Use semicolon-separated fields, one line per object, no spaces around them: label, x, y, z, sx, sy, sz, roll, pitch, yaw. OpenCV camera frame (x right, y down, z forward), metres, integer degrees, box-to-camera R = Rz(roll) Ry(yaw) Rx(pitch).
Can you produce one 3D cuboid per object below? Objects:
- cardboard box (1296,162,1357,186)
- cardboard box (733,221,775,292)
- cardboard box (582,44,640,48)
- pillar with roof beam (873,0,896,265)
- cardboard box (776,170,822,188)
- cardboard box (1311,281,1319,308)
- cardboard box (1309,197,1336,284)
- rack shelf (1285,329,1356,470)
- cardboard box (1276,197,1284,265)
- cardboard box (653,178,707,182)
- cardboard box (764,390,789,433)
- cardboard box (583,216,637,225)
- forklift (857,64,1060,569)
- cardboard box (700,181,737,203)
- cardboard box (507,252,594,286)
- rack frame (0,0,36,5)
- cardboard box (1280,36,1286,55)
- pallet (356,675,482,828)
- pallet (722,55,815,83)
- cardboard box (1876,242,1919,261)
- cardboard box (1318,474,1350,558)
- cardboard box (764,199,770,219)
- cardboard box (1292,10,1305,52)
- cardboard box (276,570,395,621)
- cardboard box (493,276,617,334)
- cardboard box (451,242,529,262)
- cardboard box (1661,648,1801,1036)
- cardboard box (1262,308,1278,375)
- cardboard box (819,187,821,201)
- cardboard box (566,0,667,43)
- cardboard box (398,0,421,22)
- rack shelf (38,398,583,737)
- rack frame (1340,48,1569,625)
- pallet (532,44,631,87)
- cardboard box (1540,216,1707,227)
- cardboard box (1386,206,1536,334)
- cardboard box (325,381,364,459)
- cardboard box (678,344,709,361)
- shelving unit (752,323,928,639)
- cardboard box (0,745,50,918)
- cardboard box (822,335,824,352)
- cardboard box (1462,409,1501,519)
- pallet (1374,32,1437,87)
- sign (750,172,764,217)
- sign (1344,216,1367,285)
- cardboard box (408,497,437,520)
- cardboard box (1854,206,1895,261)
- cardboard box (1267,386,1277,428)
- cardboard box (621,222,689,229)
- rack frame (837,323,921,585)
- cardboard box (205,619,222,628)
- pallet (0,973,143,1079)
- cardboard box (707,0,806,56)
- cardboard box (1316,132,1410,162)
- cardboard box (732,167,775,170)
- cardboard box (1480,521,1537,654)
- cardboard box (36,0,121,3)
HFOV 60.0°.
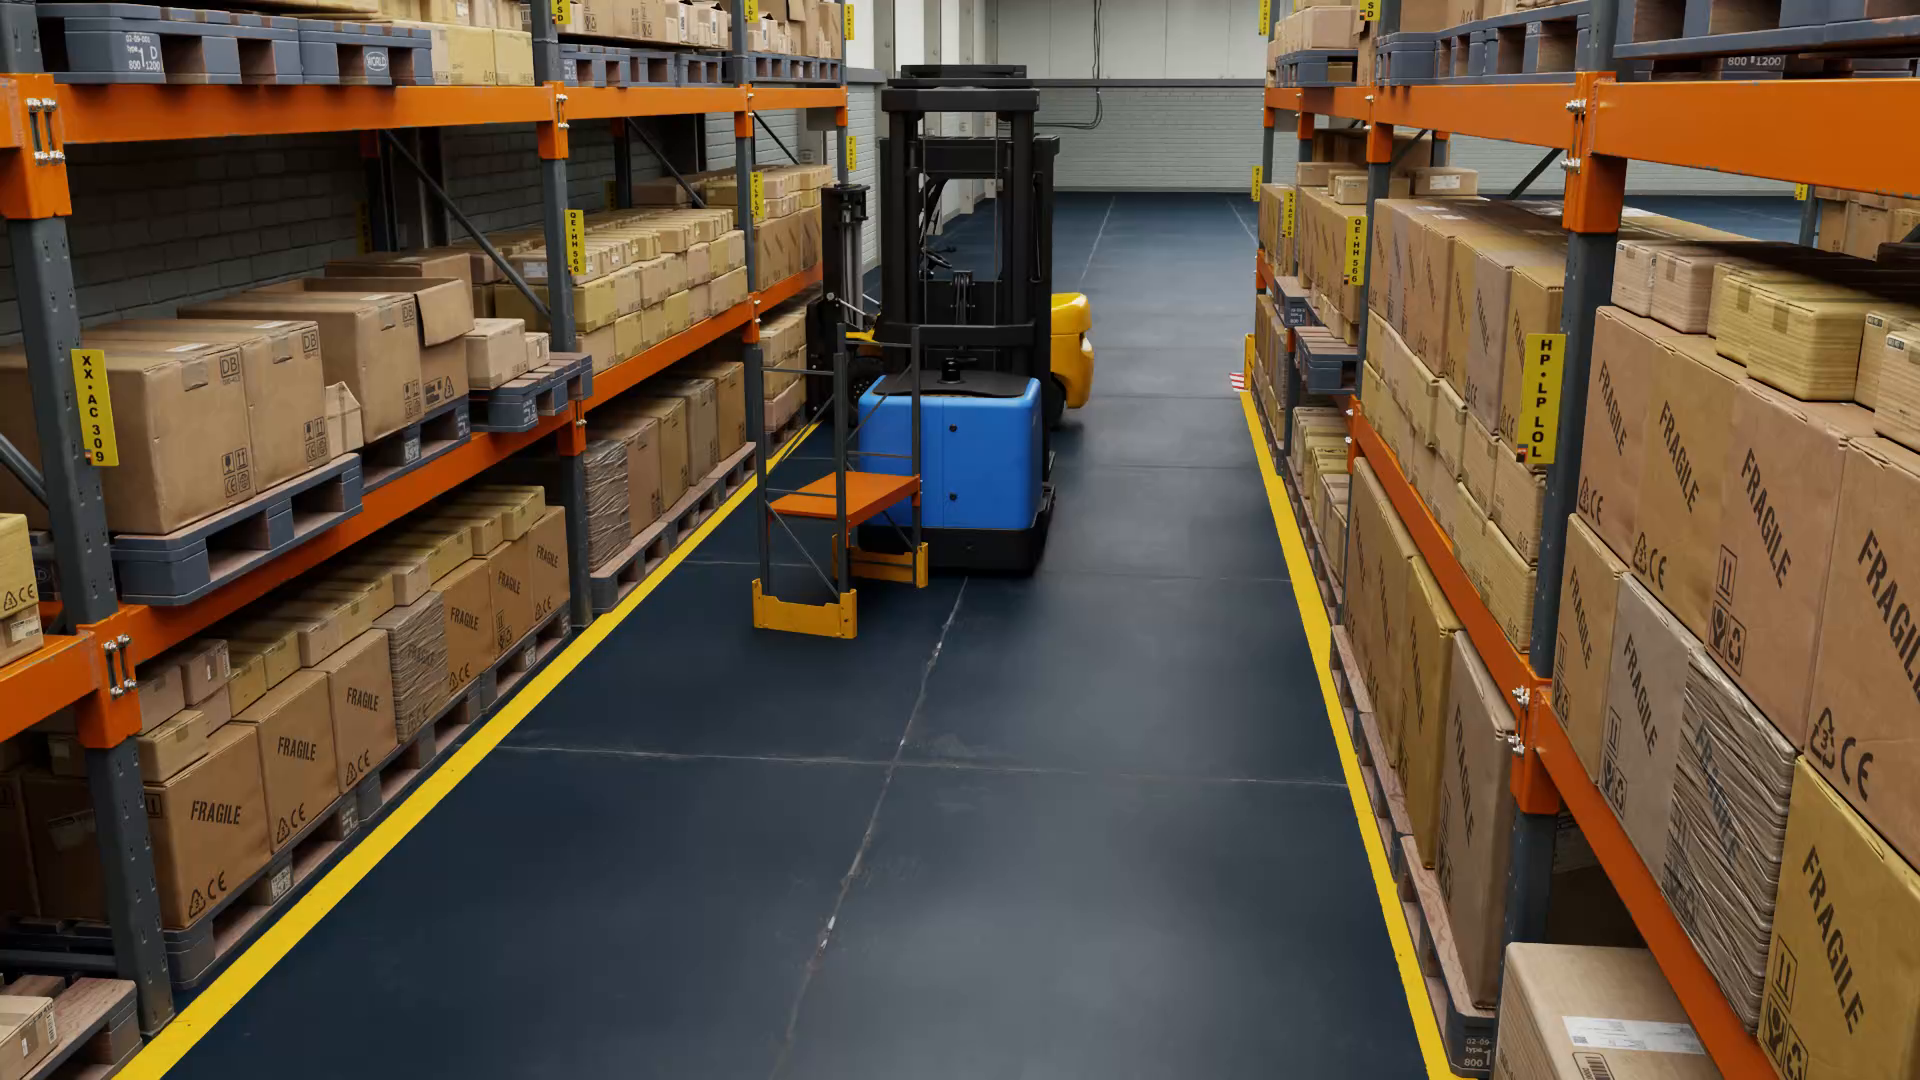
cardboard box;2.489;-2.488;11.306;0.380;0.149;0.250;2;15;6
cardboard box;-1.729;-2.192;12.831;0.500;0.500;0.500;1;15;5
cardboard box;-2.329;-3.400;11.228;0.380;0.149;0.250;2;15;6
pillar with roof beam;3.070;-8.802;25.972;9.100;9.000;0.400;2;15;6
cardboard box;-1.439;-3.213;14.794;0.380;0.149;0.250;2;15;8
cardboard box;2.343;-1.502;10.145;0.380;0.149;0.250;2;15;8
cardboard box;2.383;-1.782;9.938;0.500;0.500;0.500;1;15;4
rack shelf;2.668;-1.025;10.086;1.077;0.370;4.000;2;15;6
cardboard box;2.802;-2.474;13.304;0.500;0.500;0.500;2;15;8
cardboard box;-2.251;-2.833;13.388;0.380;0.149;0.250;1;15;5
cardboard box;-1.655;-1.028;13.179;0.500;0.250;0.500;2;15;7
cardboard box;-2.411;-2.114;11.297;0.380;0.149;0.250;2;15;6
forklift;0.070;-1.578;10.884;1.130;2.935;3.031;2;15;6
cardboard box;-1.786;-2.687;12.847;0.380;0.149;0.250;2;15;7
cardboard box;-2.161;-1.435;8.787;0.380;0.149;0.250;2;15;8
rack frame;-2.941;-2.858;3.991;1.000;3.000;0.127;2;15;6
cardboard box;2.846;-3.928;13.413;0.500;0.250;0.500;2;15;7
pallet;-2.752;0.855;7.096;1.003;0.211;1.213;2;15;6
pallet;-1.828;-3.979;14.055;1.003;0.211;1.213;2;15;6
cardboard box;2.273;-0.571;3.679;0.380;0.149;0.250;1;15;5
cardboard box;2.591;-0.126;9.611;0.950;0.372;0.625;1;15;5
cardboard box;-1.712;-2.609;13.128;0.380;0.149;0.250;2;15;6
cardboard box;2.373;-3.198;10.480;0.500;0.250;0.500;1;15;6
cardboard box;-2.550;0.233;6.797;0.380;0.149;0.250;2;15;6
cardboard box;-2.172;-1.275;8.961;0.500;0.250;0.500;2;15;6
cardboard box;-2.646;-1.587;9.352;0.380;0.149;0.250;2;15;6
cardboard box;1.555;0.508;2.844;0.500;0.500;0.500;2;15;7
cardboard box;2.858;-1.693;14.204;0.500;0.500;0.500;2;15;7
cardboard box;-1.477;-3.141;15.096;0.380;0.149;0.250;2;15;6
cardboard box;-2.051;-3.191;9.783;0.500;0.500;0.500;2;15;8
cardboard box;-2.457;-2.205;6.848;0.380;0.149;0.250;2;15;7
rack shelf;-2.716;-0.133;6.786;1.077;0.370;4.000;2;15;6
rack frame;2.442;-0.854;8.074;1.000;3.000;0.127;2;15;6
pallet;-2.502;-2.535;8.904;1.213;0.211;1.003;2;15;9
cardboard box;2.532;-0.981;6.437;0.500;0.500;0.500;2;15;6
cardboard box;2.097;-1.135;7.007;0.500;0.500;0.500;2;15;6
cardboard box;-2.403;-0.449;6.028;0.396;0.266;0.258;2;15;9
cardboard box;-2.175;-1.528;13.114;0.500;0.250;0.500;2;15;7
shelving unit;-0.648;-0.361;9.122;0.587;1.500;1.083;6;16;20
cardboard box;-3.180;0.906;5.549;0.500;0.500;0.500;2;15;6
cardboard box;-1.436;-1.791;15.045;0.500;0.250;0.500;1;15;5
cardboard box;1.848;-0.237;5.121;0.500;0.250;0.500;2;15;8
pallet;2.423;-2.042;7.083;1.213;0.211;1.003;2;15;9
sign;-1.498;-2.544;12.257;0.100;0.325;0.005;2;15;6
sign;1.902;-1.388;7.983;0.100;0.325;0.005;2;15;6
cardboard box;-2.858;-0.182;8.331;0.380;0.149;0.250;2;15;9
cardboard box;8.050;-2.499;13.871;0.875;0.550;0.550;2;15;6
cardboard box;2.744;-1.066;13.323;0.500;0.250;0.500;1;15;5
cardboard box;-1.971;-1.971;10.769;0.380;0.149;0.250;2;15;7
rack frame;-0.462;-0.487;9.588;0.500;1.500;0.032;6;16;20
cardboard box;-3.056;0.356;6.339;0.380;0.149;0.250;2;15;8
pallet;-3.020;1.563;4.479;1.003;0.211;1.213;2;15;6
cardboard box;-1.714;-4.288;13.831;0.797;0.503;0.637;2;15;8
cardboard box;3.290;-3.073;13.602;0.700;0.500;0.500;2;15;6
cardboard box;-1.916;-3.362;15.346;0.380;0.149;0.250;2;15;7
cardboard box;1.791;0.132;4.714;0.500;0.250;0.500;1;15;5
cardboard box;-2.983;-1.824;5.400;0.380;0.149;0.250;1;15;4
